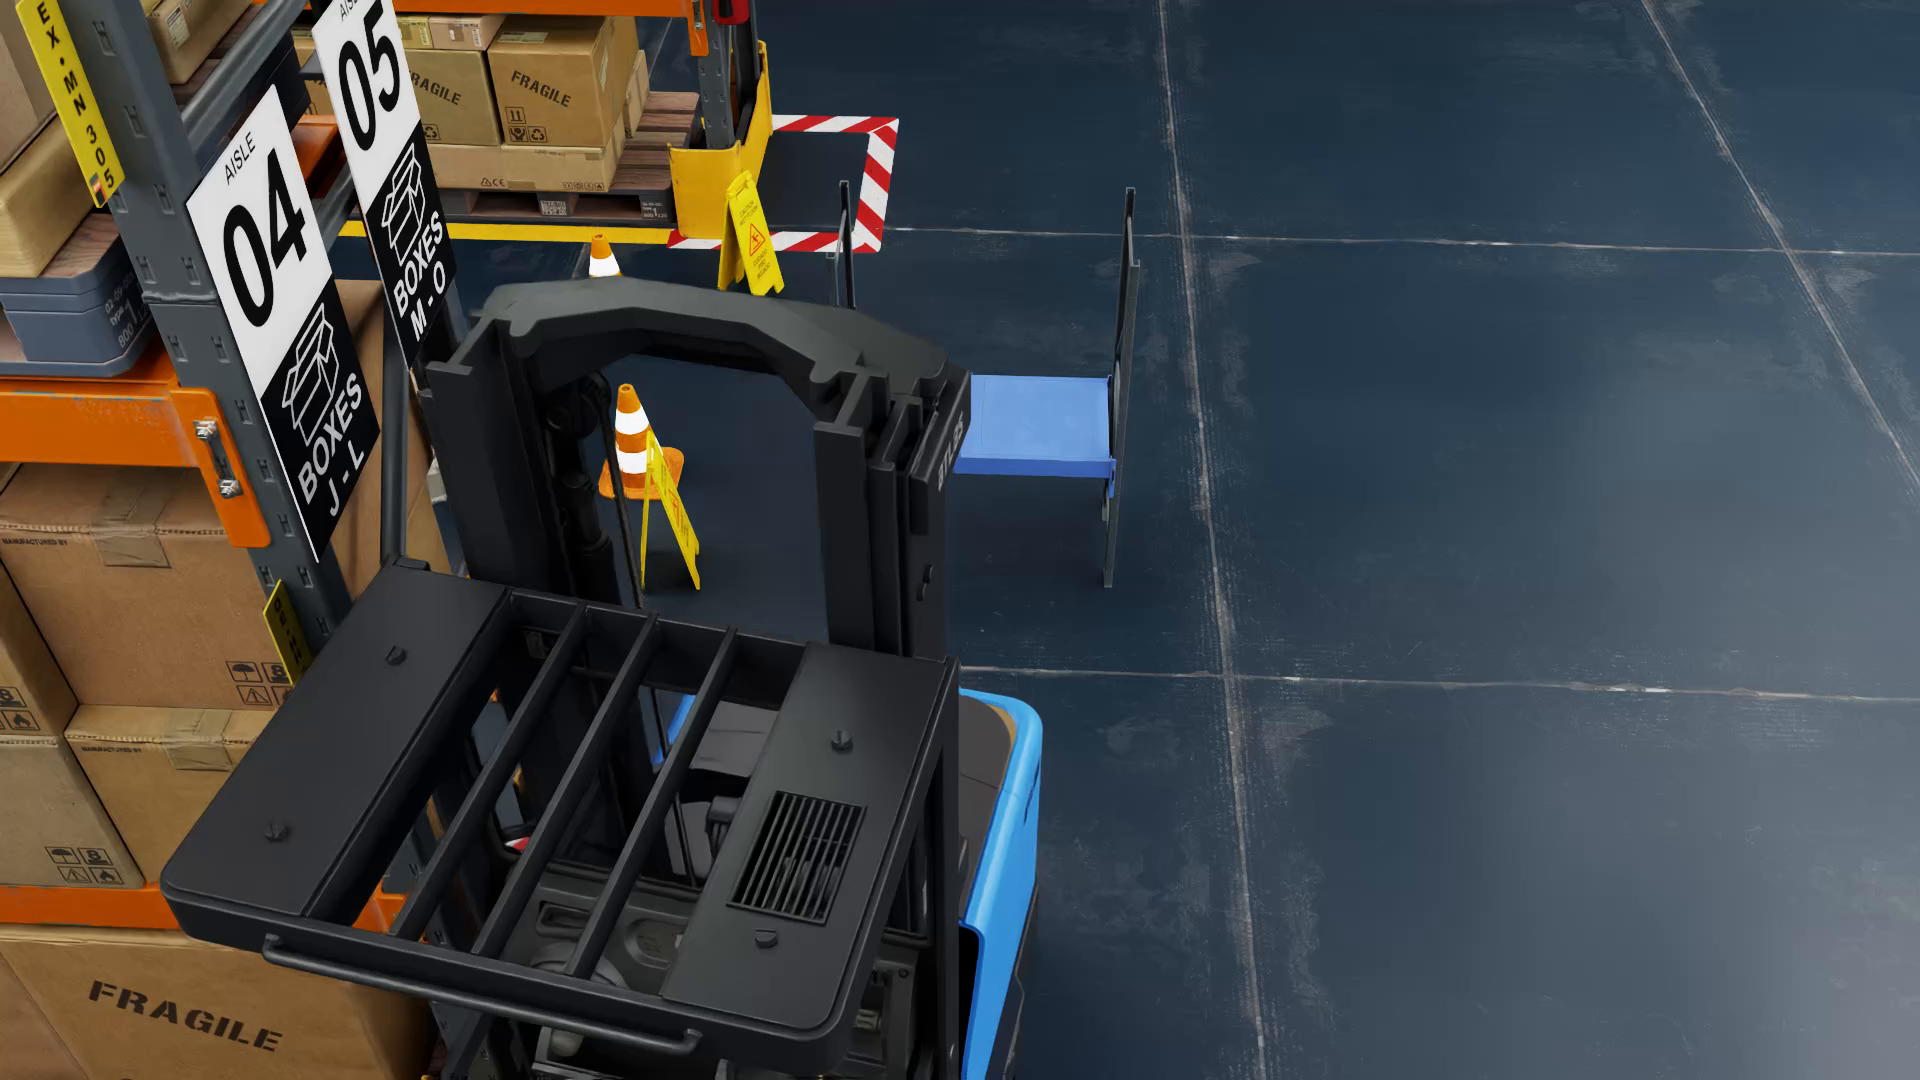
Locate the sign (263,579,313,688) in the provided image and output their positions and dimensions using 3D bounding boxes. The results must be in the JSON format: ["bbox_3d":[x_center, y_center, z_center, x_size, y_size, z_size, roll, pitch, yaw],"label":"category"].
[{"bbox_3d":[-1.312,0.224,3.286,0.005,0.325,0.100,2,43,2],"label":"sign"}]

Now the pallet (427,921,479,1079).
[{"bbox_3d":[-2.076,1.414,5.077,1.213,0.211,1.003,2,43,2],"label":"pallet"}]

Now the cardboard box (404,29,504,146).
[{"bbox_3d":[-2.486,-2.291,8.168,0.500,0.500,0.500,3,43,3],"label":"cardboard box"}]

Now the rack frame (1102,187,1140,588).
[{"bbox_3d":[0.593,-0.531,6.219,0.032,1.500,0.500,2,43,2],"label":"rack frame"}]

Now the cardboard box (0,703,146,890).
[{"bbox_3d":[-2.197,0.328,4.087,0.550,0.550,0.875,2,43,2],"label":"cardboard box"}]

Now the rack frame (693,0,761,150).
[{"bbox_3d":[-1.152,-3.008,7.779,0.127,3.000,1.000,2,43,2],"label":"rack frame"}]

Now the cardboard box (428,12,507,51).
[{"bbox_3d":[-2.334,-2.480,7.895,0.250,0.149,0.380,3,43,3],"label":"cardboard box"}]

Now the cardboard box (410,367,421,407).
[{"bbox_3d":[-2.552,-0.630,7.317,0.250,0.149,0.380,24,48,23],"label":"cardboard box"}]

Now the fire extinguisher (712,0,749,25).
[{"bbox_3d":[-1.058,-2.663,7.465,0.183,0.674,0.296,2,43,2],"label":"fire extinguisher"}]

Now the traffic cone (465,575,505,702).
[{"bbox_3d":[-1.741,0.310,6.077,0.334,0.463,0.336,2,43,2],"label":"traffic cone"}]

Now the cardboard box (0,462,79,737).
[{"bbox_3d":[-2.197,-0.076,3.729,0.550,0.550,0.875,2,43,2],"label":"cardboard box"}]

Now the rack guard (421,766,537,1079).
[{"bbox_3d":[-1.250,1.281,5.008,0.348,0.500,1.175,2,43,2],"label":"rack guard"}]

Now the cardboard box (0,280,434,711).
[{"bbox_3d":[-1.643,-0.122,3.779,0.550,0.550,0.875,2,43,2],"label":"cardboard box"}]

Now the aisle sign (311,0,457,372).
[{"bbox_3d":[-1.190,-0.788,3.488,0.004,0.787,0.394,2,43,2],"label":"aisle sign"}]

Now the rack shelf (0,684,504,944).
[{"bbox_3d":[-3.272,0.567,4.468,4.000,0.370,1.077,2,43,2],"label":"rack shelf"}]

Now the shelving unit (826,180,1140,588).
[{"bbox_3d":[0.085,-0.546,6.236,1.048,1.500,0.538,2,43,2],"label":"shelving unit"}]

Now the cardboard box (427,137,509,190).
[{"bbox_3d":[-2.489,-2.019,8.426,0.500,0.250,0.500,2,43,2],"label":"cardboard box"}]

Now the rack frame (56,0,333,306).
[{"bbox_3d":[-1.274,-1.830,2.112,0.127,3.000,1.000,2,43,2],"label":"rack frame"}]

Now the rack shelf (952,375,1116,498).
[{"bbox_3d":[0.085,-0.415,6.359,1.000,0.185,0.538,2,43,2],"label":"rack shelf"}]

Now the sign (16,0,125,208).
[{"bbox_3d":[-1.312,-0.658,2.464,0.005,0.325,0.100,2,43,2],"label":"sign"}]

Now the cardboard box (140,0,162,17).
[{"bbox_3d":[-1.745,-1.166,3.111,0.500,0.250,0.500,2,43,2],"label":"cardboard box"}]

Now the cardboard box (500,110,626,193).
[{"bbox_3d":[-1.996,-1.998,8.404,0.500,0.250,0.500,2,43,2],"label":"cardboard box"}]

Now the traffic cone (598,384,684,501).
[{"bbox_3d":[-1.350,-0.449,6.892,0.334,0.463,0.336,2,43,2],"label":"traffic cone"}]

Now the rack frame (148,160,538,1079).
[{"bbox_3d":[-1.274,0.365,4.157,0.127,3.000,1.000,2,43,2],"label":"rack frame"}]

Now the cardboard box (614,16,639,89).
[{"bbox_3d":[-1.969,-2.644,8.546,0.500,0.500,0.500,0,43,0],"label":"cardboard box"}]

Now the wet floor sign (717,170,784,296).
[{"bbox_3d":[-1.010,-1.413,7.793,0.232,0.644,0.267,16,45,16],"label":"wet floor sign"}]

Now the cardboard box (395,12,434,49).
[{"bbox_3d":[-2.585,-2.490,7.906,0.250,0.149,0.380,2,43,3],"label":"cardboard box"}]

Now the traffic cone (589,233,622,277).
[{"bbox_3d":[-1.640,-1.215,7.715,0.334,0.463,0.336,2,43,2],"label":"traffic cone"}]

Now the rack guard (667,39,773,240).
[{"bbox_3d":[-1.228,-2.096,8.633,0.348,0.500,1.175,2,43,2],"label":"rack guard"}]

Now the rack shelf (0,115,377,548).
[{"bbox_3d":[-3.272,-0.530,3.446,4.000,0.370,1.077,2,43,2],"label":"rack shelf"}]

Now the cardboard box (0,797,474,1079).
[{"bbox_3d":[-1.954,1.013,4.712,0.875,0.875,0.875,2,43,2],"label":"cardboard box"}]

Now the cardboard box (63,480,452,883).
[{"bbox_3d":[-1.647,0.330,4.085,0.550,0.550,0.875,2,43,2],"label":"cardboard box"}]

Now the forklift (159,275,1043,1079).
[{"bbox_3d":[-0.600,1.068,3.453,1.130,2.935,3.031,9,44,10],"label":"forklift"}]

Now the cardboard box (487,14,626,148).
[{"bbox_3d":[-1.964,-2.277,8.153,0.500,0.500,0.500,2,43,2],"label":"cardboard box"}]

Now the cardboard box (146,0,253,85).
[{"bbox_3d":[-1.602,-1.059,3.289,0.250,0.149,0.380,2,43,2],"label":"cardboard box"}]

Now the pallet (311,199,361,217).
[{"bbox_3d":[-3.253,-2.079,8.827,1.213,0.211,1.003,2,43,2],"label":"pallet"}]

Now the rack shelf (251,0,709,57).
[{"bbox_3d":[-3.150,-2.807,8.090,4.000,0.370,1.077,2,43,2],"label":"rack shelf"}]

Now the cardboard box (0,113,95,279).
[{"bbox_3d":[-1.621,-0.610,2.806,0.250,0.149,0.380,2,43,2],"label":"cardboard box"}]

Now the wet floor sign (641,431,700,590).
[{"bbox_3d":[-1.156,-0.121,6.406,0.232,0.644,0.267,-5,43,-5],"label":"wet floor sign"}]

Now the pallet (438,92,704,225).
[{"bbox_3d":[-2.038,-2.039,8.784,1.213,0.211,1.003,2,43,2],"label":"pallet"}]

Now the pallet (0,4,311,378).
[{"bbox_3d":[-2.016,-0.715,3.182,1.213,0.211,1.003,2,43,2],"label":"pallet"}]

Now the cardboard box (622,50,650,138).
[{"bbox_3d":[-1.945,-2.369,8.802,0.500,0.250,0.500,1,43,2],"label":"cardboard box"}]

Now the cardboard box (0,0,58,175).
[{"bbox_3d":[-1.776,-0.801,2.719,0.500,0.250,0.500,2,43,2],"label":"cardboard box"}]

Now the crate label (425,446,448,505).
[{"bbox_3d":[-2.138,-0.311,6.984,0.298,0.136,0.250,-19,46,-20],"label":"crate label"}]

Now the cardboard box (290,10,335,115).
[{"bbox_3d":[-2.989,-2.311,8.190,0.500,0.500,0.500,1,43,1],"label":"cardboard box"}]

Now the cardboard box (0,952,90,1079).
[{"bbox_3d":[-2.834,0.988,4.740,0.875,0.875,0.875,1,43,1],"label":"cardboard box"}]

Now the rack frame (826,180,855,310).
[{"bbox_3d":[-0.423,-0.562,6.253,0.032,1.500,0.500,2,43,2],"label":"rack frame"}]

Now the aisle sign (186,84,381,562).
[{"bbox_3d":[-1.217,-0.379,3.049,0.004,0.787,0.394,2,43,2],"label":"aisle sign"}]
